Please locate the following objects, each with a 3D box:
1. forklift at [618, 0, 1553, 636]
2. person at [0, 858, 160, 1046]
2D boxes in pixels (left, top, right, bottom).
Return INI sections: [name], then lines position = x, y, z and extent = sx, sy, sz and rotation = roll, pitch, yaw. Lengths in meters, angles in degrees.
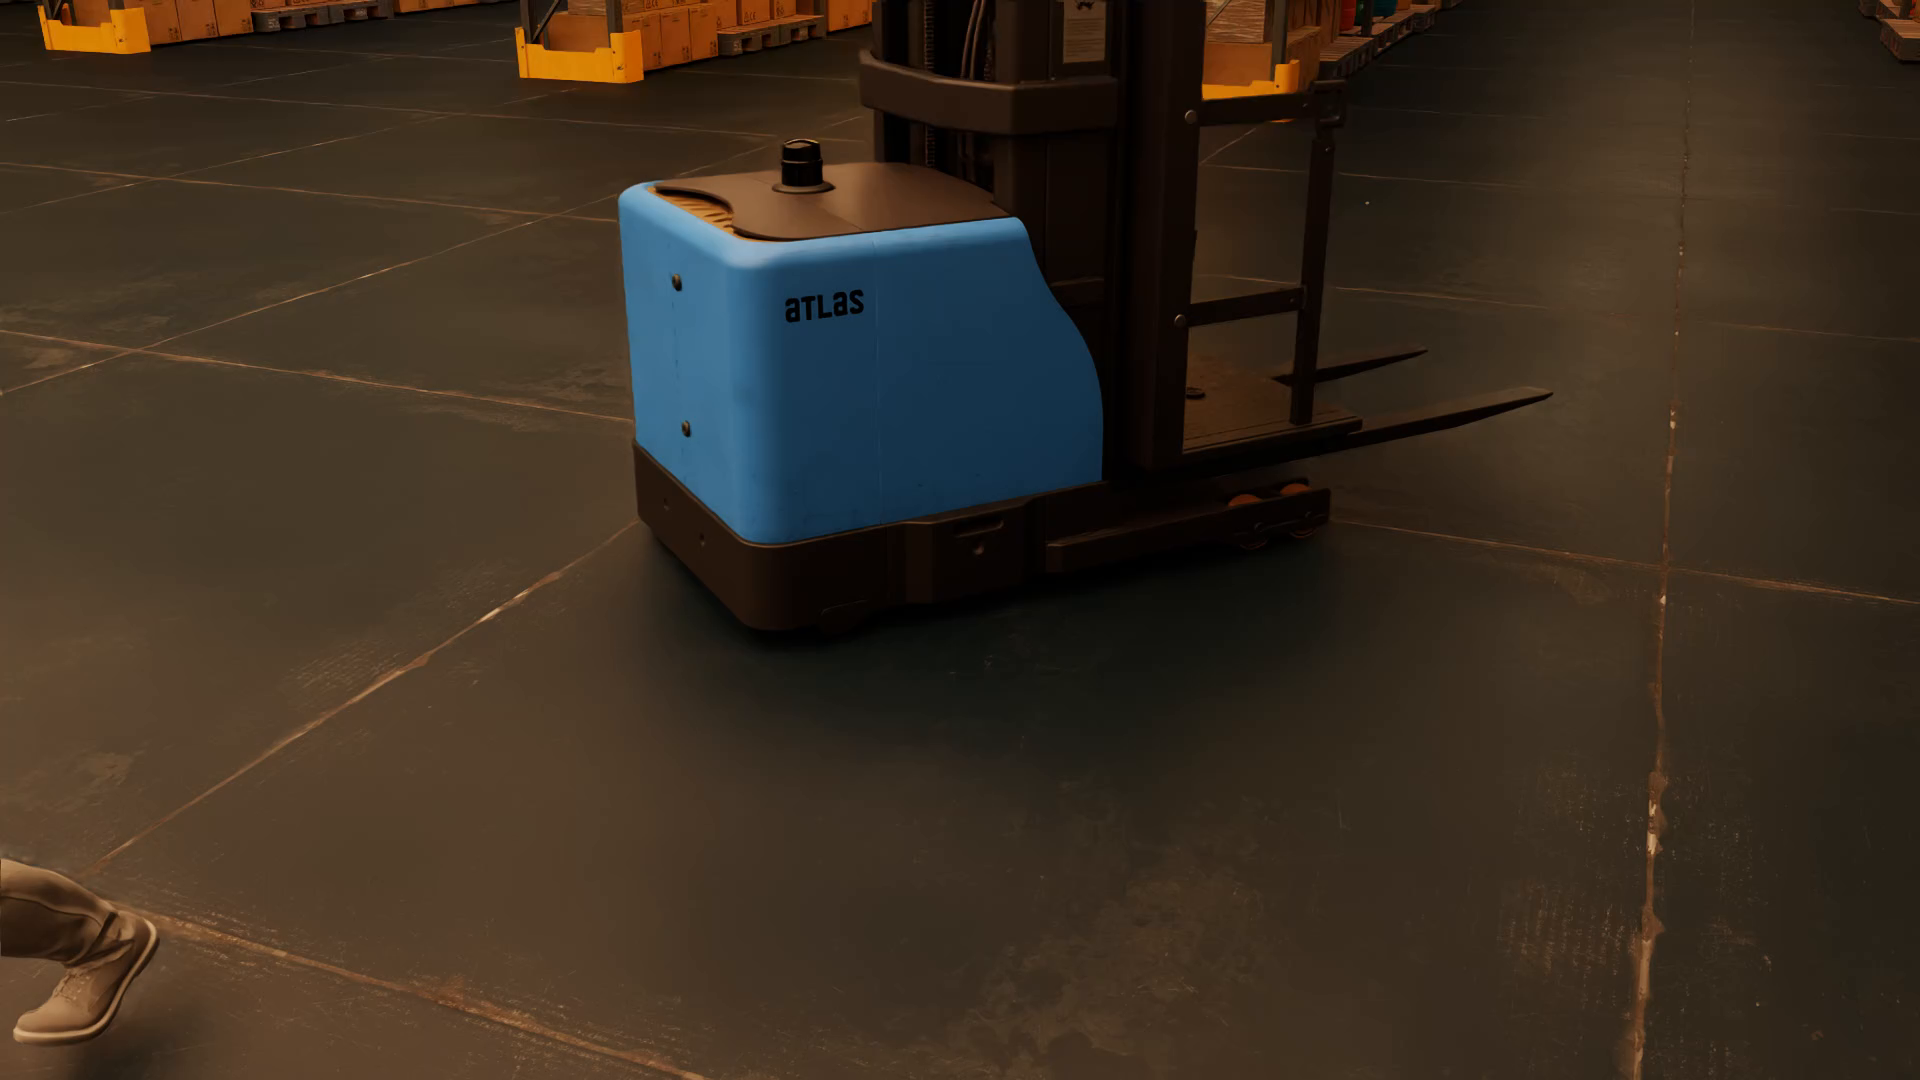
[forklift]
position = 0.555, -1.489, 4.854
extent = 3.031, 2.935, 1.130
rotation = -12, 25, -26
[person]
position = -1.739, 0.174, 2.552
extent = 0.787, 1.652, 0.638
rotation = 13, 26, 29
